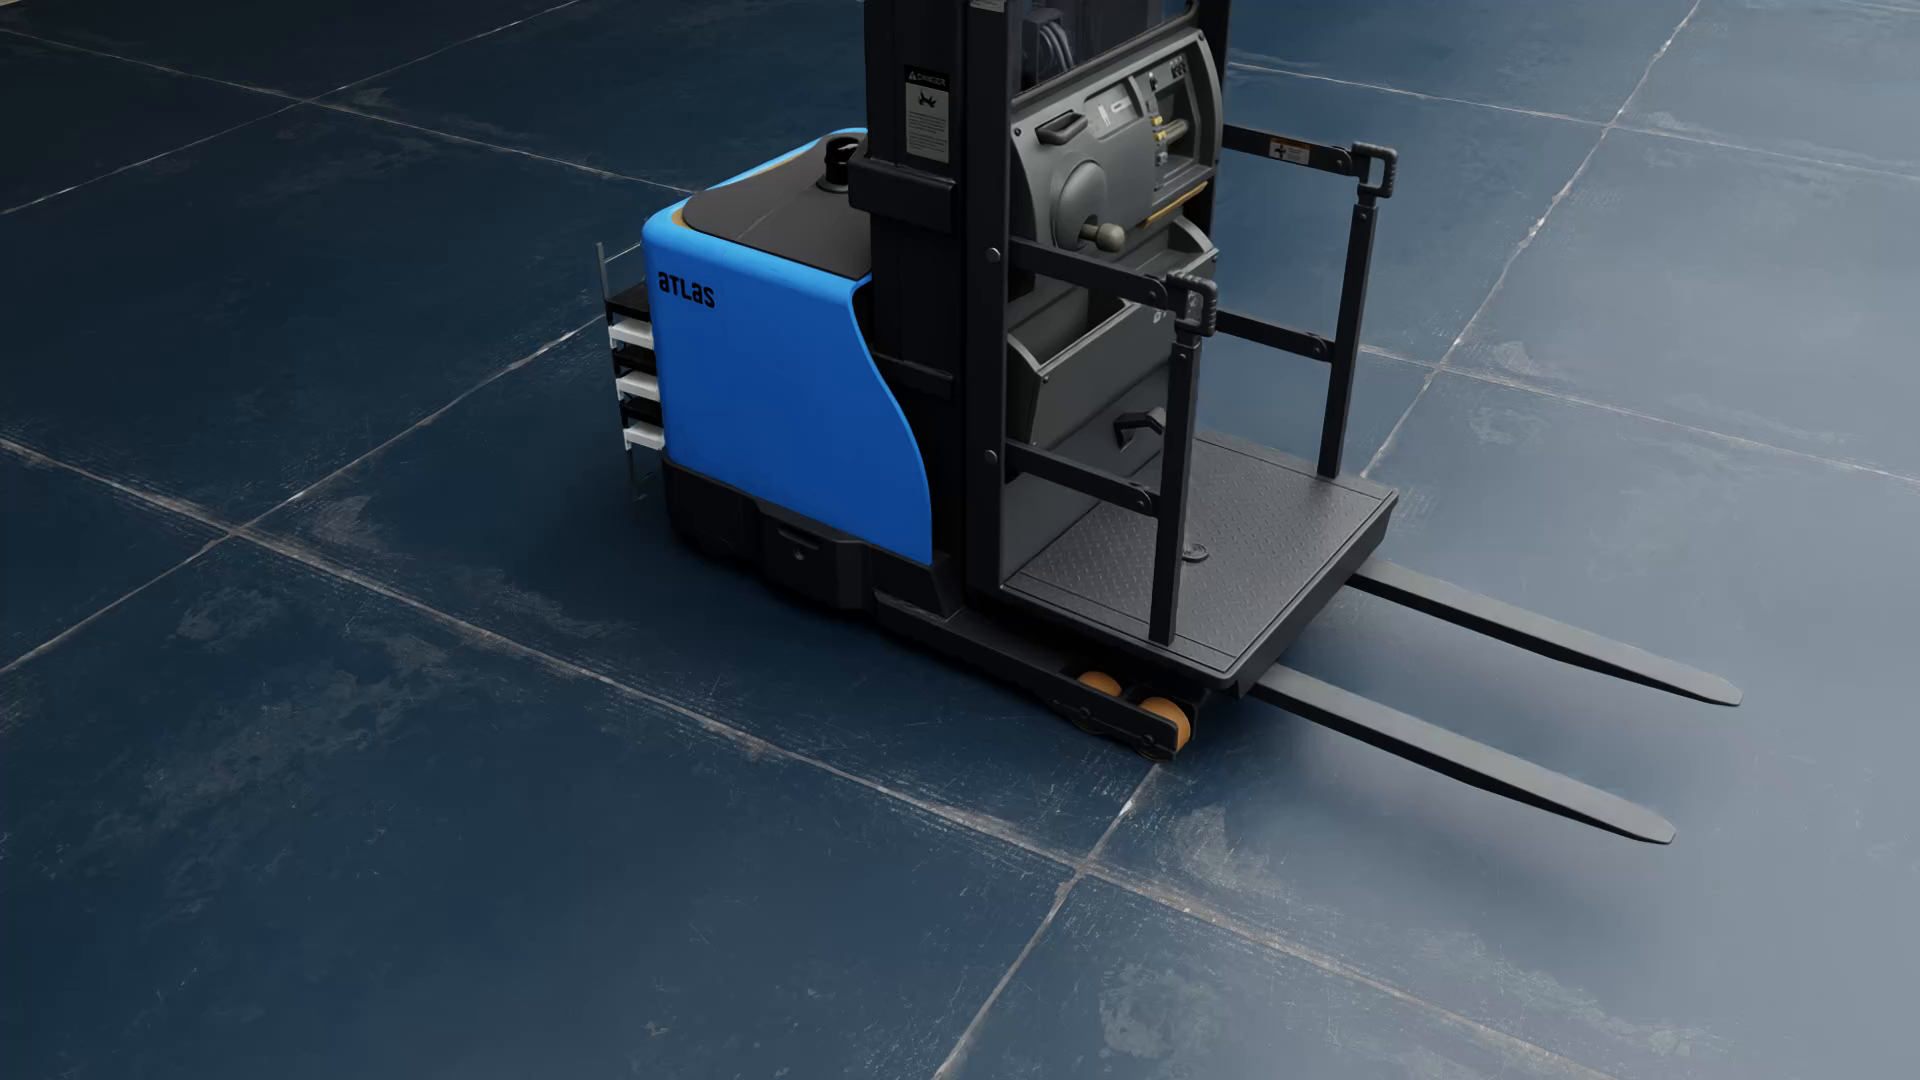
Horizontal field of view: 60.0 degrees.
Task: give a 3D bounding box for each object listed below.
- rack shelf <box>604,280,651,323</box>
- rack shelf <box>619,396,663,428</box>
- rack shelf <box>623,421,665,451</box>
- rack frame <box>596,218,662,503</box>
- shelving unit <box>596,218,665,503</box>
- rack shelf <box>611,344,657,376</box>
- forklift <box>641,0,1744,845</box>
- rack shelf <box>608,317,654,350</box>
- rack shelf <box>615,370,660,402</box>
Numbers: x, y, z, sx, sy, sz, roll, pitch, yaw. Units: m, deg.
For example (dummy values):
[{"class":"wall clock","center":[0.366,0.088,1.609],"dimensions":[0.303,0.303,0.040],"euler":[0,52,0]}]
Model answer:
[{"class":"rack shelf","center":[-0.927,-0.727,5.098],"dimensions":[0.200,0.077,0.258],"euler":[18,38,27]},{"class":"rack shelf","center":[-0.921,-0.425,5.294],"dimensions":[0.200,0.077,0.258],"euler":[18,38,27]},{"class":"rack shelf","center":[-0.920,-0.349,5.343],"dimensions":[0.200,0.077,0.258],"euler":[18,38,27]},{"class":"rack frame","center":[-1.009,-0.556,5.273],"dimensions":[0.006,0.900,0.240],"euler":[18,38,27]},{"class":"shelving unit","center":[-0.923,-0.528,5.227],"dimensions":[0.210,0.900,0.258],"euler":[18,38,27]},{"class":"rack shelf","center":[-0.924,-0.576,5.196],"dimensions":[0.200,0.077,0.258],"euler":[18,38,27]},{"class":"forklift","center":[0.580,-0.974,4.069],"dimensions":[3.031,2.935,1.130],"euler":[21,39,29]},{"class":"rack shelf","center":[-0.926,-0.651,5.147],"dimensions":[0.200,0.077,0.258],"euler":[18,38,27]},{"class":"rack shelf","center":[-0.923,-0.500,5.245],"dimensions":[0.200,0.077,0.258],"euler":[18,38,27]}]
